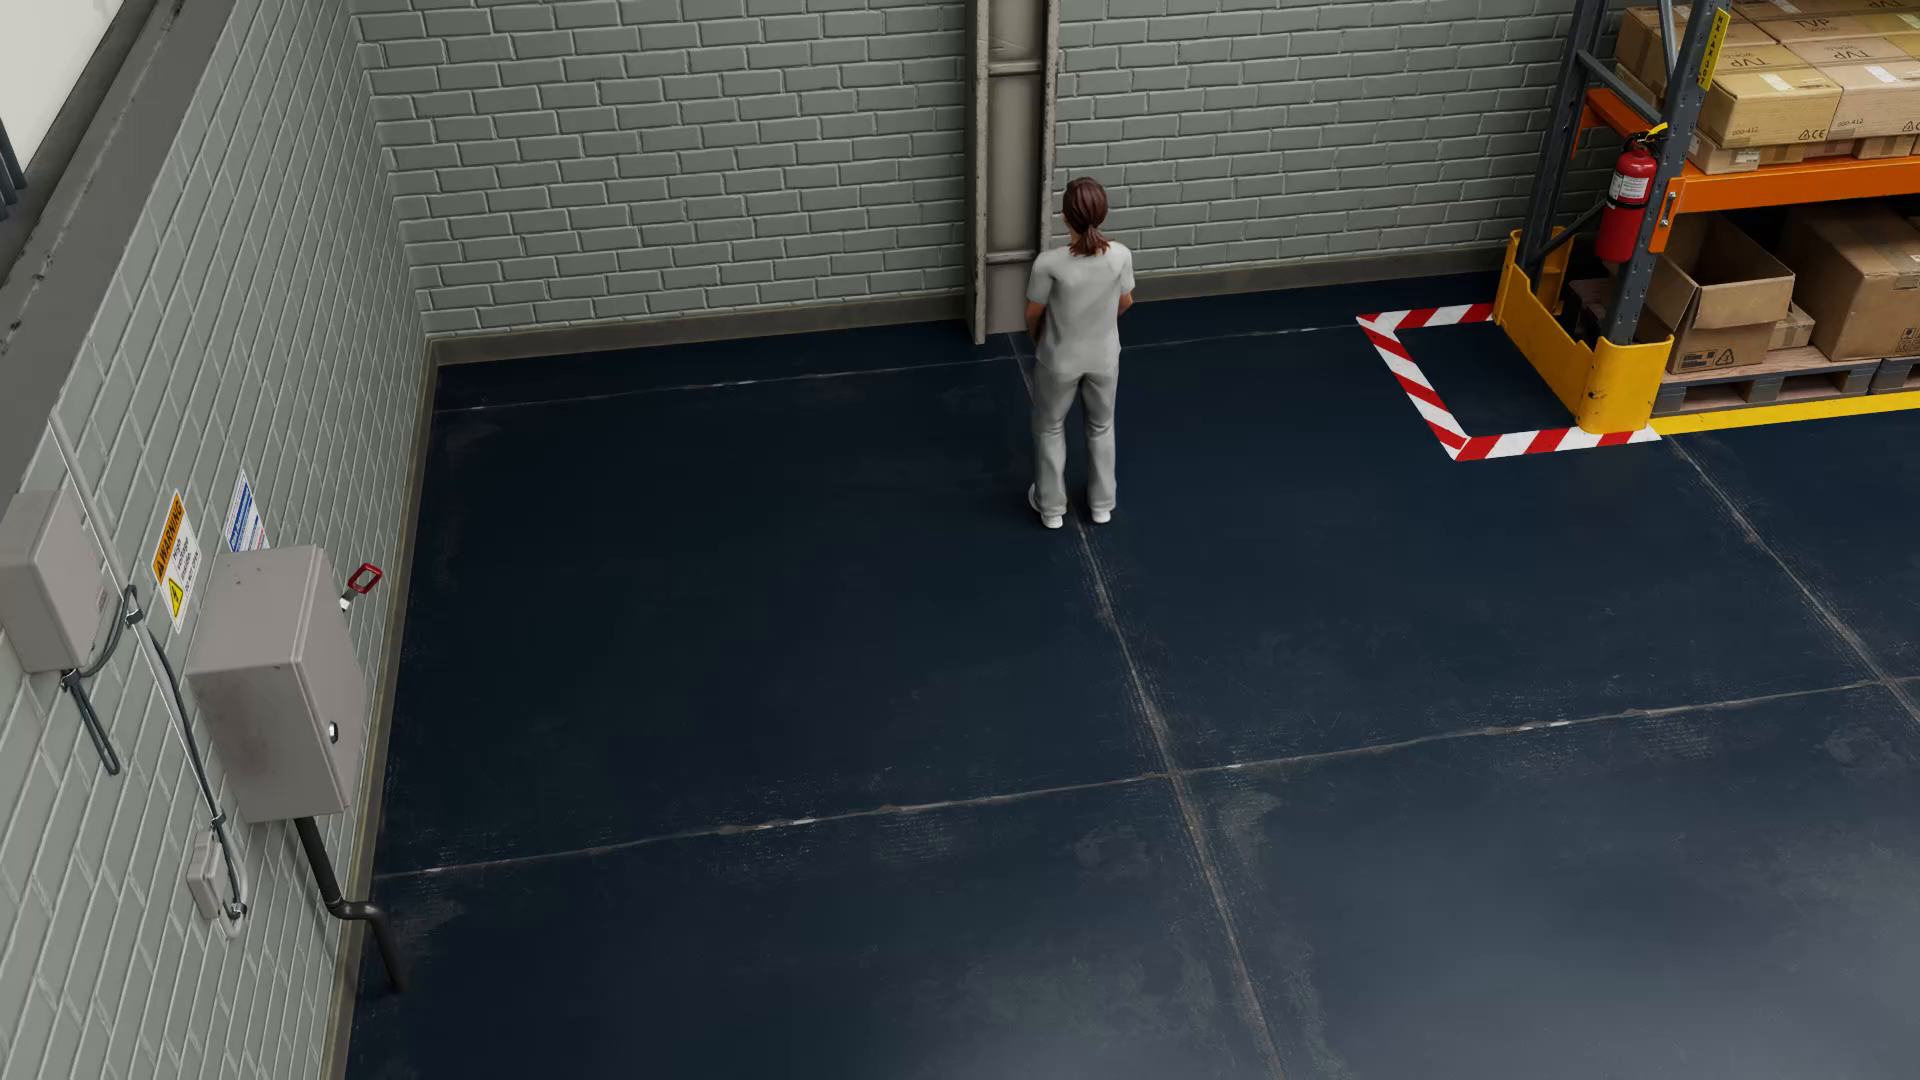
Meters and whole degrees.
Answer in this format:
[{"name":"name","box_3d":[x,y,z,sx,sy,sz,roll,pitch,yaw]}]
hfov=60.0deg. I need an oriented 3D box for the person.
[{"name":"person","box_3d":[0.490,-0.802,7.150,0.465,1.675,0.461,-7,39,-8]}]
